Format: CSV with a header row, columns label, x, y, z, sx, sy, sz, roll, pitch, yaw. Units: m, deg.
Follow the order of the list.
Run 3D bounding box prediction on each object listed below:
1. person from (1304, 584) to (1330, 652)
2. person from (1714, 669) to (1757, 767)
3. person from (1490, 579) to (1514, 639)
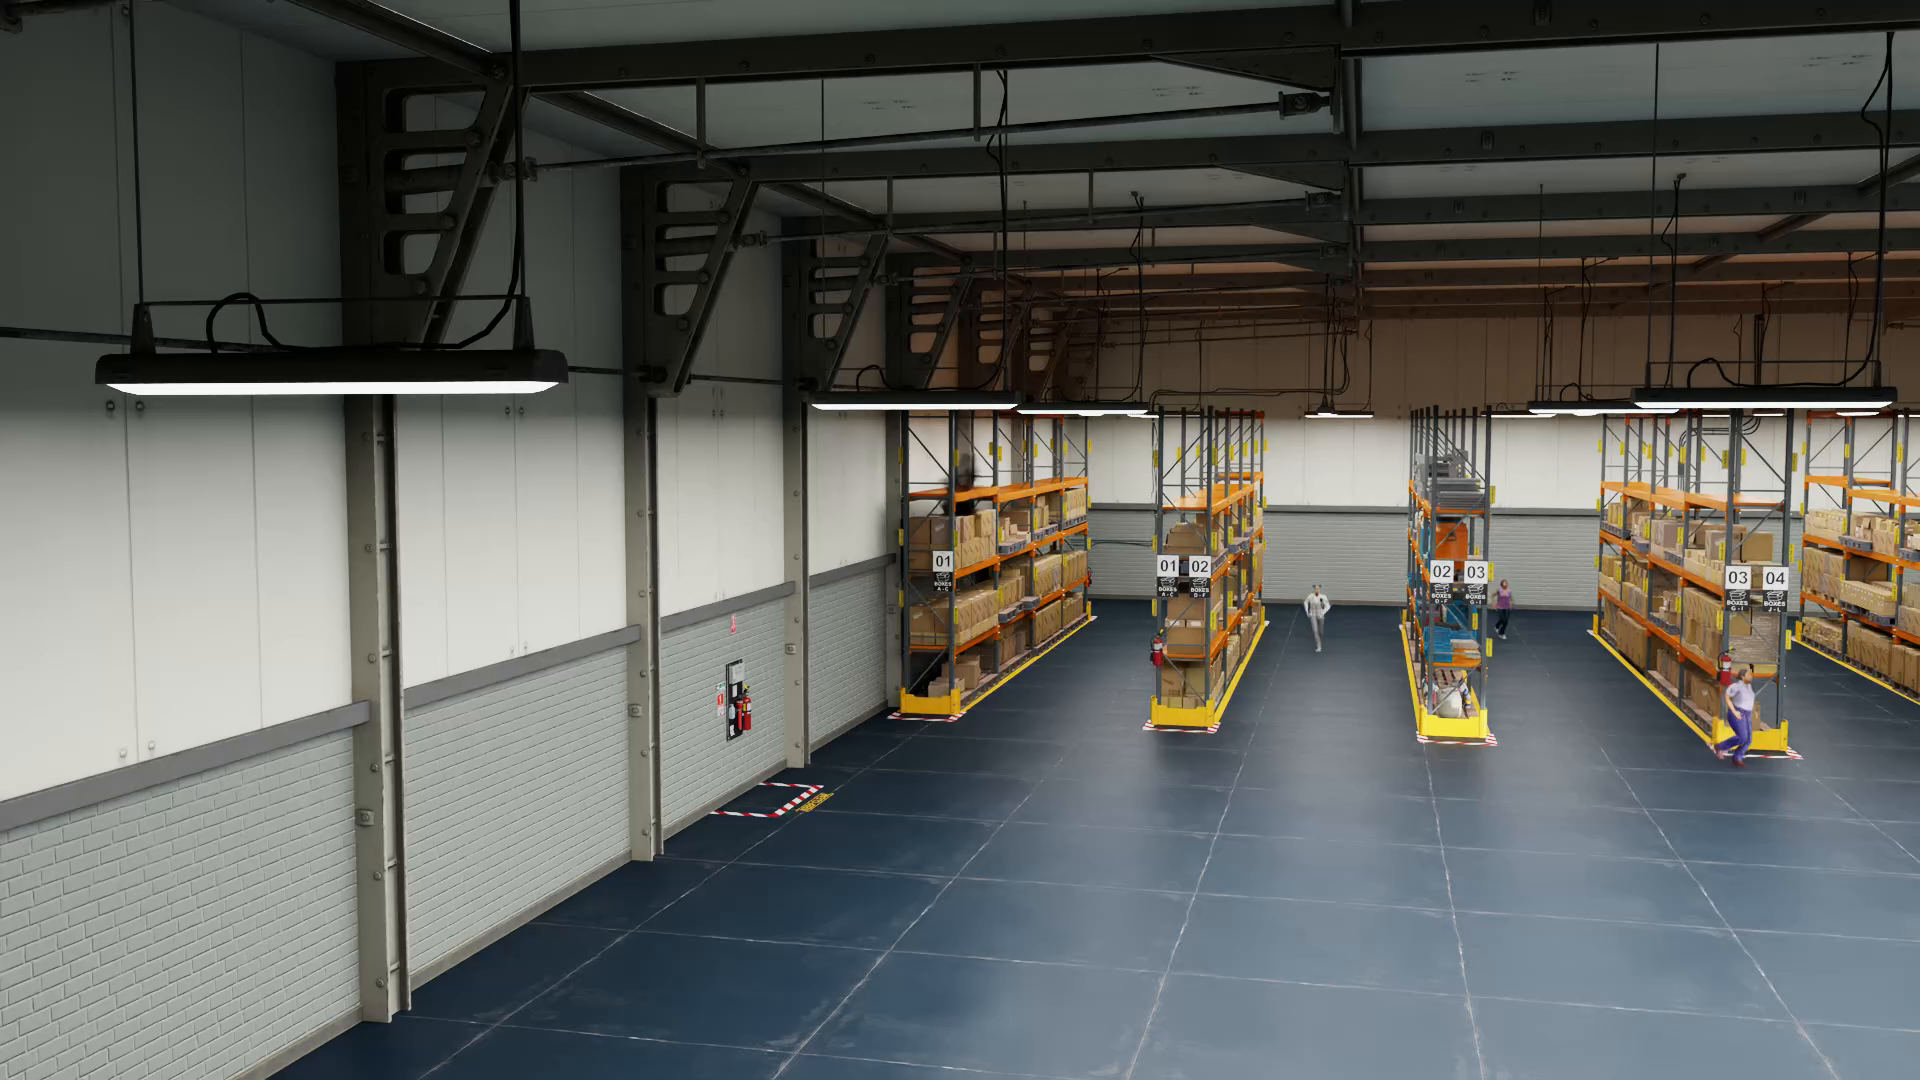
label,x,y,z,sx,sy,sz,roll,pitch,yaw
person,8.925,1.920,41.573,0.641,1.684,0.838,1,4,12
person,12.999,2.946,27.763,0.669,1.608,0.528,-3,5,-38
person,14.254,1.814,43.669,0.567,1.563,0.559,0,4,-1
